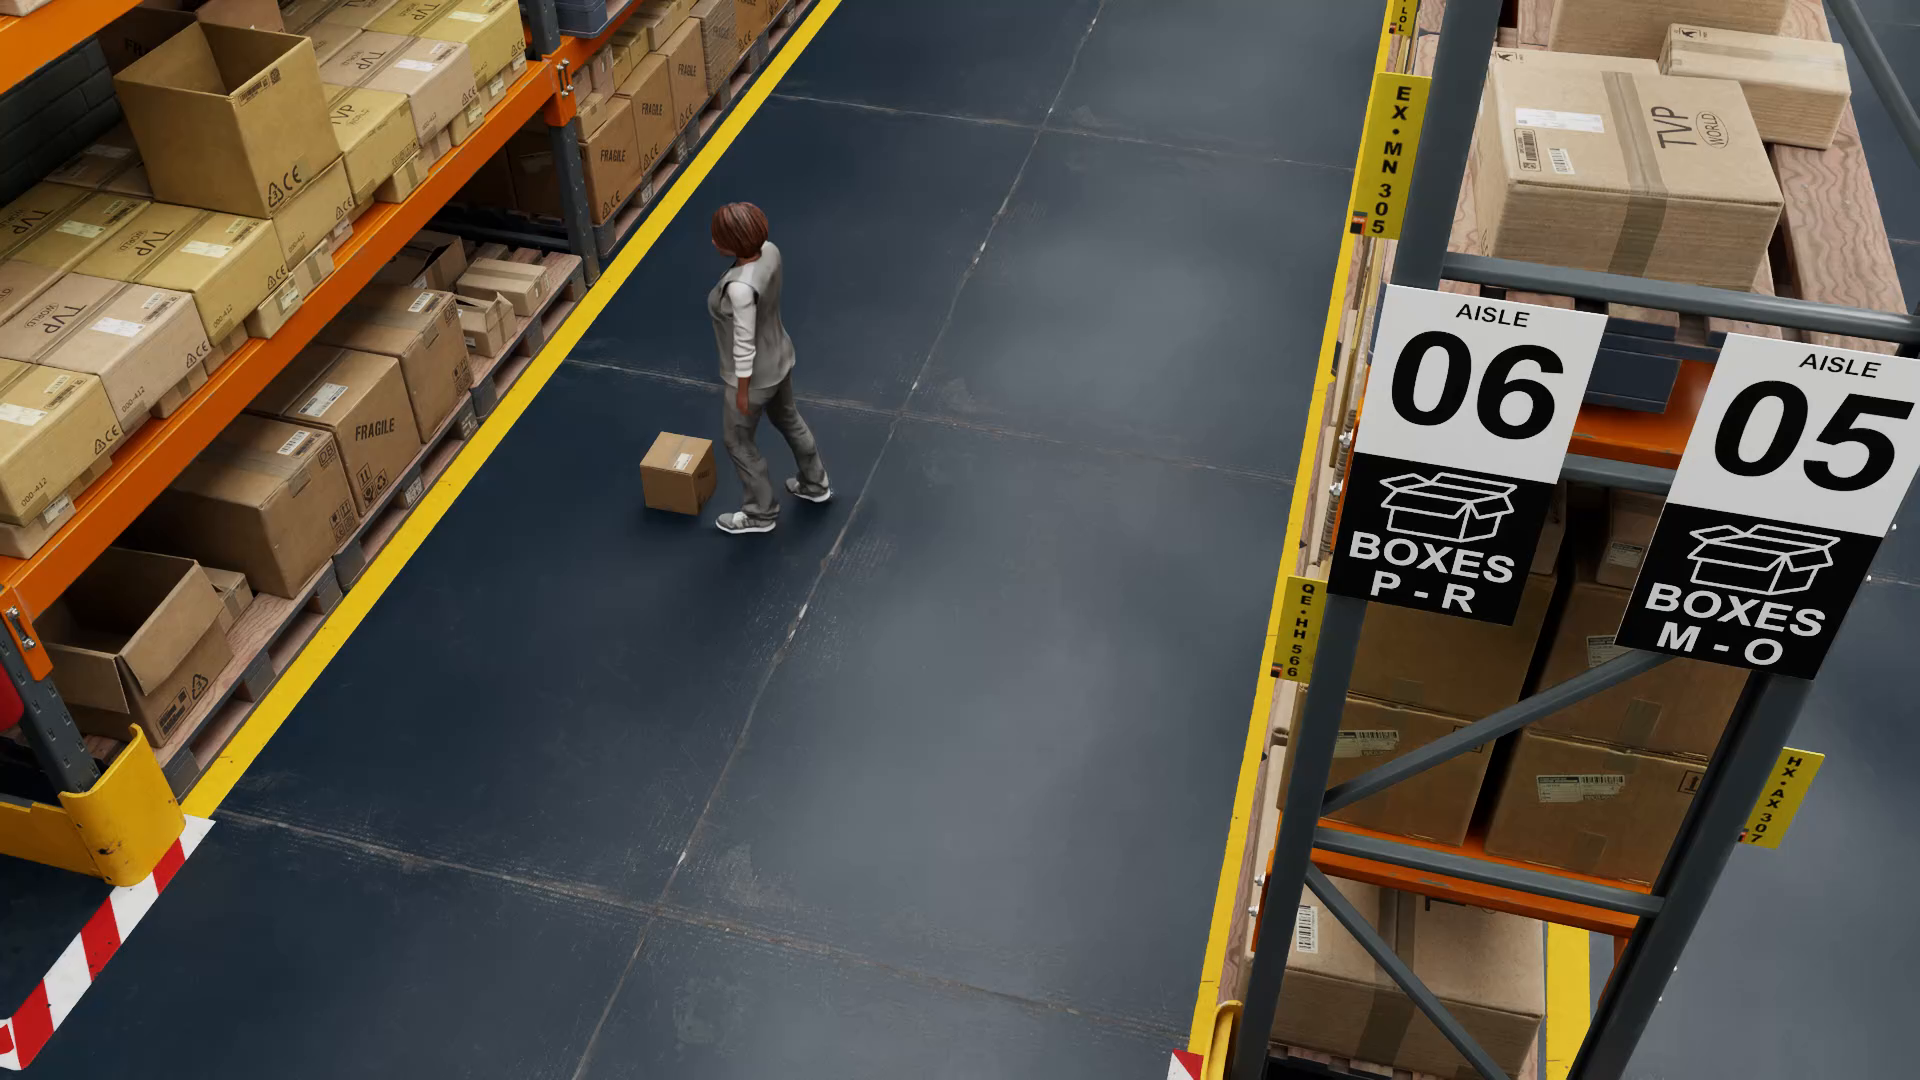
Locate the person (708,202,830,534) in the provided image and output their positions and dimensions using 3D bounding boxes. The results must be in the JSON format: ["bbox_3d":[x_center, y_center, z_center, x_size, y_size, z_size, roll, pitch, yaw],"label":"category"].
[{"bbox_3d":[-0.832,-0.713,6.992,0.452,1.614,0.463,10,42,11],"label":"person"}]
